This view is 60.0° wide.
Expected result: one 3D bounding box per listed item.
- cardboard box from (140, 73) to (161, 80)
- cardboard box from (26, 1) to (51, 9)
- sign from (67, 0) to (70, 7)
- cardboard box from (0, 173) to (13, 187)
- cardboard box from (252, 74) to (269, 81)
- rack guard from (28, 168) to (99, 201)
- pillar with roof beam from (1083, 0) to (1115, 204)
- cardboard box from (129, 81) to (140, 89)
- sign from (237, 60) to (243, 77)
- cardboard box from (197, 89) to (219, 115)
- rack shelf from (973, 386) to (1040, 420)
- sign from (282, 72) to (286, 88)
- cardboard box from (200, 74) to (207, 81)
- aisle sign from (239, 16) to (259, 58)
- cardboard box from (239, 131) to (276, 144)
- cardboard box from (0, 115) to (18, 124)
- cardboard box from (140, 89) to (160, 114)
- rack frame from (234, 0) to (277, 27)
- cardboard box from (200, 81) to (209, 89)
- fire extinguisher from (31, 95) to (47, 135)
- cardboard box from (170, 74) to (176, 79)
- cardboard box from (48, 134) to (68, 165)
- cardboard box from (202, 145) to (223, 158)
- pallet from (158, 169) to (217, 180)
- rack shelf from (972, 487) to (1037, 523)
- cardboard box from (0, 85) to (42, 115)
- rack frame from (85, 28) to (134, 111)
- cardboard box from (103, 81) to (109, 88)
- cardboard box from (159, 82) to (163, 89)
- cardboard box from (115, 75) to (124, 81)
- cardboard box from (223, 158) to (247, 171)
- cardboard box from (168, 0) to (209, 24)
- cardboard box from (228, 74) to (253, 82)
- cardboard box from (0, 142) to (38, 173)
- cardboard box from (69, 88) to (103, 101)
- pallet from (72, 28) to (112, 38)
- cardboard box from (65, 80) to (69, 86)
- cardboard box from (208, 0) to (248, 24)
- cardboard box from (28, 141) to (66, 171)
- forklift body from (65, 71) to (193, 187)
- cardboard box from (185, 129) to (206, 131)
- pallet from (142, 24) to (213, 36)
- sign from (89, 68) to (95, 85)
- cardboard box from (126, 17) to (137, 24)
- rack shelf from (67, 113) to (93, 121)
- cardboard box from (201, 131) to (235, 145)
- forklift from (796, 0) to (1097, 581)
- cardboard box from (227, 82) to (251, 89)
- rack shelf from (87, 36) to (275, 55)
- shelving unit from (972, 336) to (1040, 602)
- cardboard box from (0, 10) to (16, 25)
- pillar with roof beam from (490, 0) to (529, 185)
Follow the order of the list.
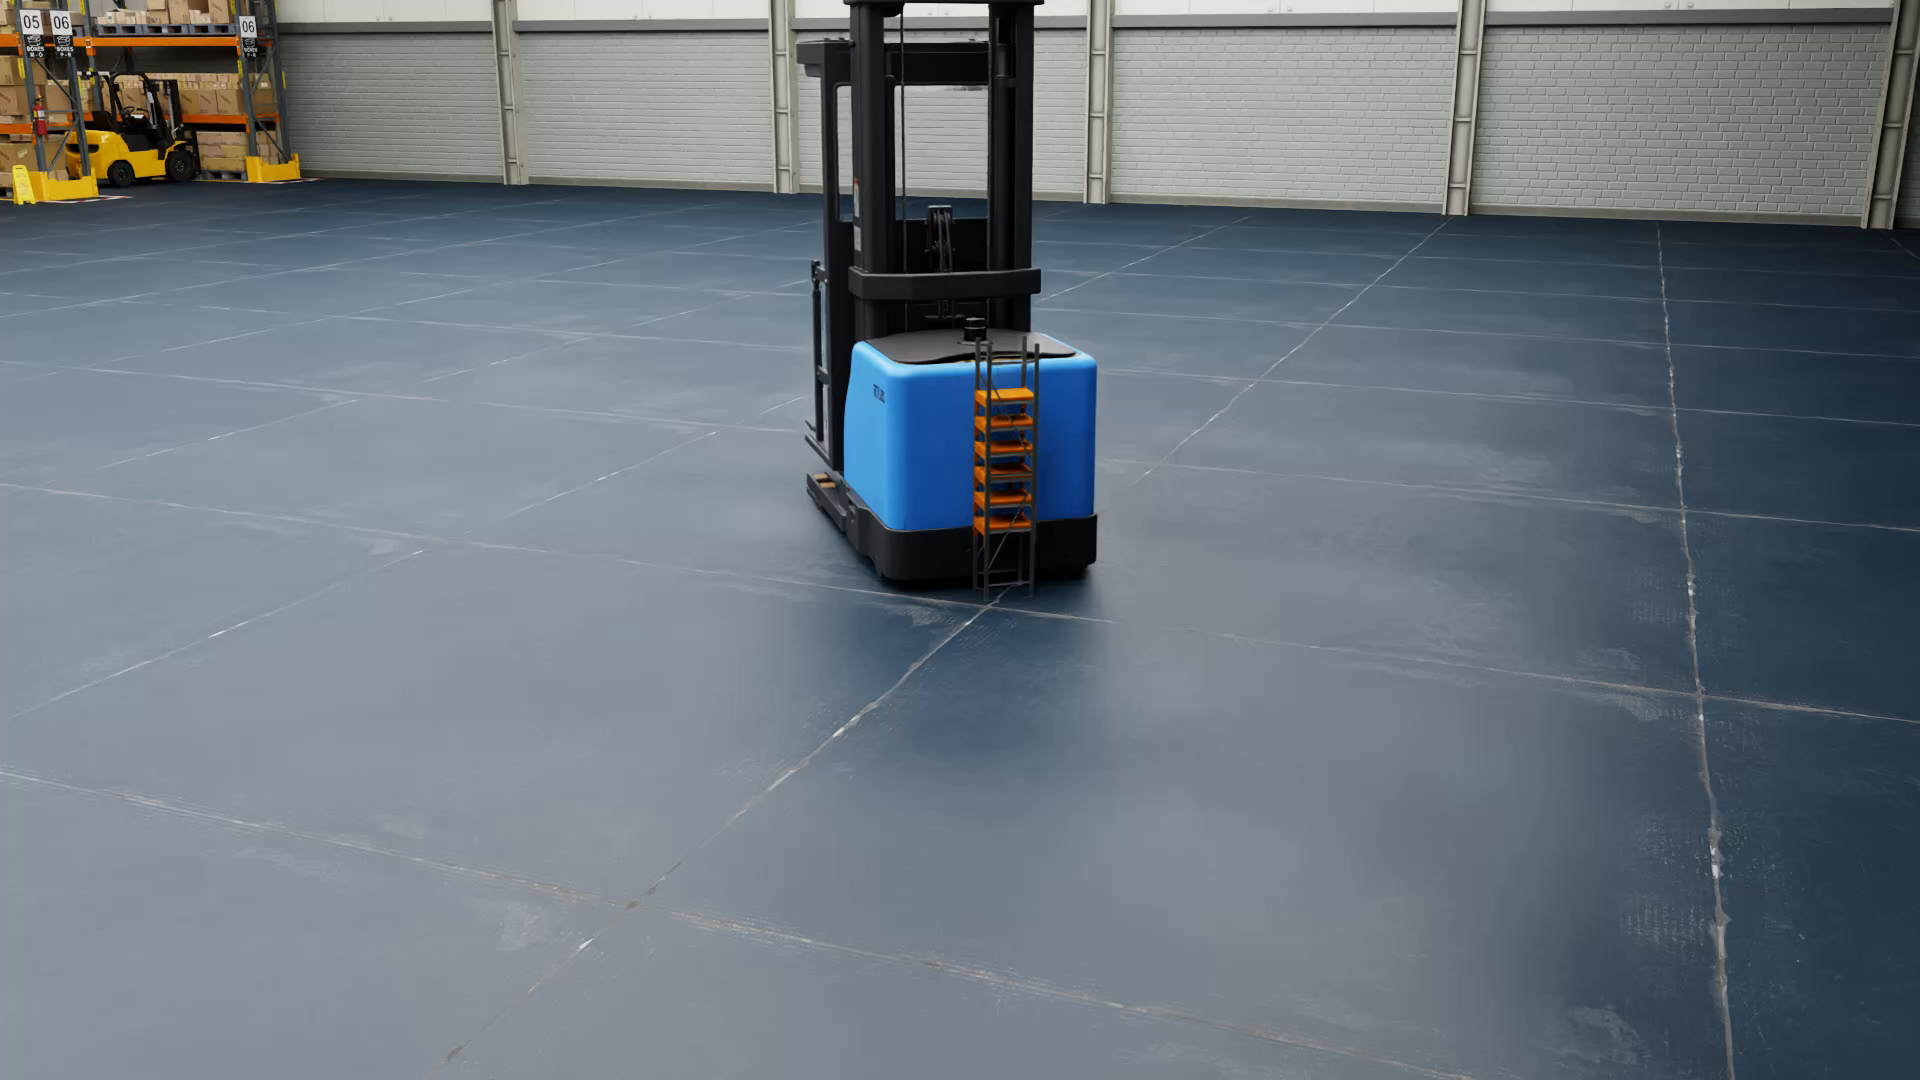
[{"bbox_3d":[-16.623,-9.517,34.198,0.250,0.149,0.380,6,17,20],"label":"cardboard box"},{"bbox_3d":[-16.134,-9.319,29.032,0.250,0.149,0.380,6,17,20],"label":"cardboard box"},{"bbox_3d":[-15.679,-9.527,29.164,0.005,0.325,0.100,6,17,21],"label":"sign"},{"bbox_3d":[-16.751,-6.423,29.597,0.500,0.250,0.500,6,17,20],"label":"cardboard box"},{"bbox_3d":[-14.294,-9.406,33.818,0.250,0.149,0.380,6,17,20],"label":"cardboard box"},{"bbox_3d":[-15.949,-6.334,29.594,0.348,0.500,1.175,6,17,21],"label":"rack guard"},{"bbox_3d":[0.788,-9.042,23.680,0.400,9.000,9.100,6,17,21],"label":"pillar with roof beam"},{"bbox_3d":[-16.885,-9.392,34.303,0.250,0.149,0.380,7,17,22],"label":"cardboard box"},{"bbox_3d":[-14.272,-9.345,32.980,0.005,0.325,0.100,6,17,21],"label":"sign"},{"bbox_3d":[-15.093,-8.900,33.771,0.500,0.500,0.500,7,18,22],"label":"cardboard box"},{"bbox_3d":[0.209,-0.620,7.517,0.258,0.103,0.180,-4,18,-15],"label":"rack shelf"},{"bbox_3d":[-13.851,-9.411,34.017,0.005,0.325,0.100,6,17,21],"label":"sign"},{"bbox_3d":[-15.169,-9.380,33.728,0.250,0.149,0.380,6,17,21],"label":"cardboard box"},{"bbox_3d":[-14.107,-9.980,33.007,0.004,0.787,0.394,6,17,21],"label":"aisle sign"},{"bbox_3d":[-14.438,-8.274,34.179,0.500,0.250,0.500,6,17,20],"label":"cardboard box"},{"bbox_3d":[-16.581,-7.386,29.185,0.250,0.149,0.380,6,17,20],"label":"cardboard box"},{"bbox_3d":[-16.502,-9.058,34.315,0.500,0.500,0.500,6,17,20],"label":"cardboard box"},{"bbox_3d":[-14.060,-11.695,32.818,0.127,3.000,1.000,6,17,21],"label":"rack frame"},{"bbox_3d":[-15.179,-9.226,33.729,0.250,0.149,0.380,6,17,20],"label":"cardboard box"},{"bbox_3d":[-15.940,-7.358,28.778,0.183,0.674,0.296,6,17,21],"label":"fire extinguisher"},{"bbox_3d":[-15.900,-9.454,33.982,0.250,0.149,0.380,7,17,21],"label":"cardboard box"},{"bbox_3d":[-18.990,-8.416,35.791,0.625,0.625,0.875,6,17,20],"label":"cardboard box"},{"bbox_3d":[-15.090,-7.958,33.988,0.500,0.250,0.500,6,17,20],"label":"cardboard box"},{"bbox_3d":[-15.918,-7.668,34.707,1.213,0.211,1.003,6,17,21],"label":"pallet"},{"bbox_3d":[0.205,-0.163,7.663,0.258,0.103,0.180,-4,18,-15],"label":"rack shelf"},{"bbox_3d":[-16.484,-7.701,29.109,0.500,0.500,0.500,6,17,20],"label":"cardboard box"},{"bbox_3d":[-17.781,-9.223,35.064,0.127,3.000,1.000,6,17,21],"label":"rack frame"},{"bbox_3d":[-17.581,-9.482,34.613,0.250,0.149,0.380,6,17,20],"label":"cardboard box"},{"bbox_3d":[-16.150,-9.319,34.050,0.250,0.149,0.380,6,17,19],"label":"cardboard box"},{"bbox_3d":[-17.310,-9.617,34.545,0.250,0.149,0.380,7,17,21],"label":"cardboard box"},{"bbox_3d":[-14.613,-7.662,33.863,0.500,0.250,0.500,6,17,21],"label":"cardboard box"},{"bbox_3d":[-15.477,-10.665,33.539,0.500,0.500,0.700,6,17,21],"label":"cardboard box"},{"bbox_3d":[-14.471,-9.299,33.447,0.250,0.149,0.380,6,17,21],"label":"cardboard box"},{"bbox_3d":[-16.719,-6.782,29.489,0.500,0.500,0.500,6,17,21],"label":"cardboard box"},{"bbox_3d":[-18.332,-9.375,34.960,0.500,0.250,0.500,6,17,19],"label":"cardboard box"},{"bbox_3d":[-18.606,-10.659,34.972,1.217,0.209,0.805,6,17,18],"label":"pallet"},{"bbox_3d":[-18.635,-9.621,35.090,0.250,0.149,0.380,6,17,21],"label":"cardboard box"},{"bbox_3d":[-14.561,-10.534,33.088,0.500,0.500,0.500,7,18,22],"label":"cardboard box"},{"bbox_3d":[-16.549,-6.924,29.978,0.500,0.500,0.500,6,17,19],"label":"cardboard box"},{"bbox_3d":[-16.493,-8.127,32.811,1.214,2.155,2.313,6,17,21],"label":"forklift body"},{"bbox_3d":[-15.839,-8.432,34.724,0.500,0.250,0.500,6,17,20],"label":"cardboard box"},{"bbox_3d":[-15.847,-10.416,33.950,1.213,0.211,1.003,6,17,21],"label":"pallet"},{"bbox_3d":[-17.971,-9.600,34.426,0.005,0.325,0.100,6,17,21],"label":"sign"},{"bbox_3d":[-16.760,-10.590,33.908,0.250,0.149,0.380,7,18,22],"label":"cardboard box"},{"bbox_3d":[-19.642,-9.082,35.869,4.000,0.370,1.077,6,17,21],"label":"rack shelf"},{"bbox_3d":[-15.080,-8.192,33.898,0.500,0.250,0.500,7,17,22],"label":"cardboard box"},{"bbox_3d":[-0.235,-1.587,8.882,1.130,2.935,3.031,-5,17,-15],"label":"forklift"},{"bbox_3d":[-14.485,-9.137,33.422,0.250,0.149,0.380,7,17,21],"label":"cardboard box"},{"bbox_3d":[-15.921,-10.114,34.042,4.000,0.370,1.077,6,17,21],"label":"rack shelf"},{"bbox_3d":[0.207,-0.320,7.613,0.258,1.200,0.189,-4,18,-15],"label":"shelving unit"},{"bbox_3d":[-16.453,-9.020,28.720,0.500,0.250,0.500,6,17,20],"label":"cardboard box"},{"bbox_3d":[-10.375,-10.270,27.909,0.400,9.000,9.100,6,17,21],"label":"pillar with roof beam"}]
